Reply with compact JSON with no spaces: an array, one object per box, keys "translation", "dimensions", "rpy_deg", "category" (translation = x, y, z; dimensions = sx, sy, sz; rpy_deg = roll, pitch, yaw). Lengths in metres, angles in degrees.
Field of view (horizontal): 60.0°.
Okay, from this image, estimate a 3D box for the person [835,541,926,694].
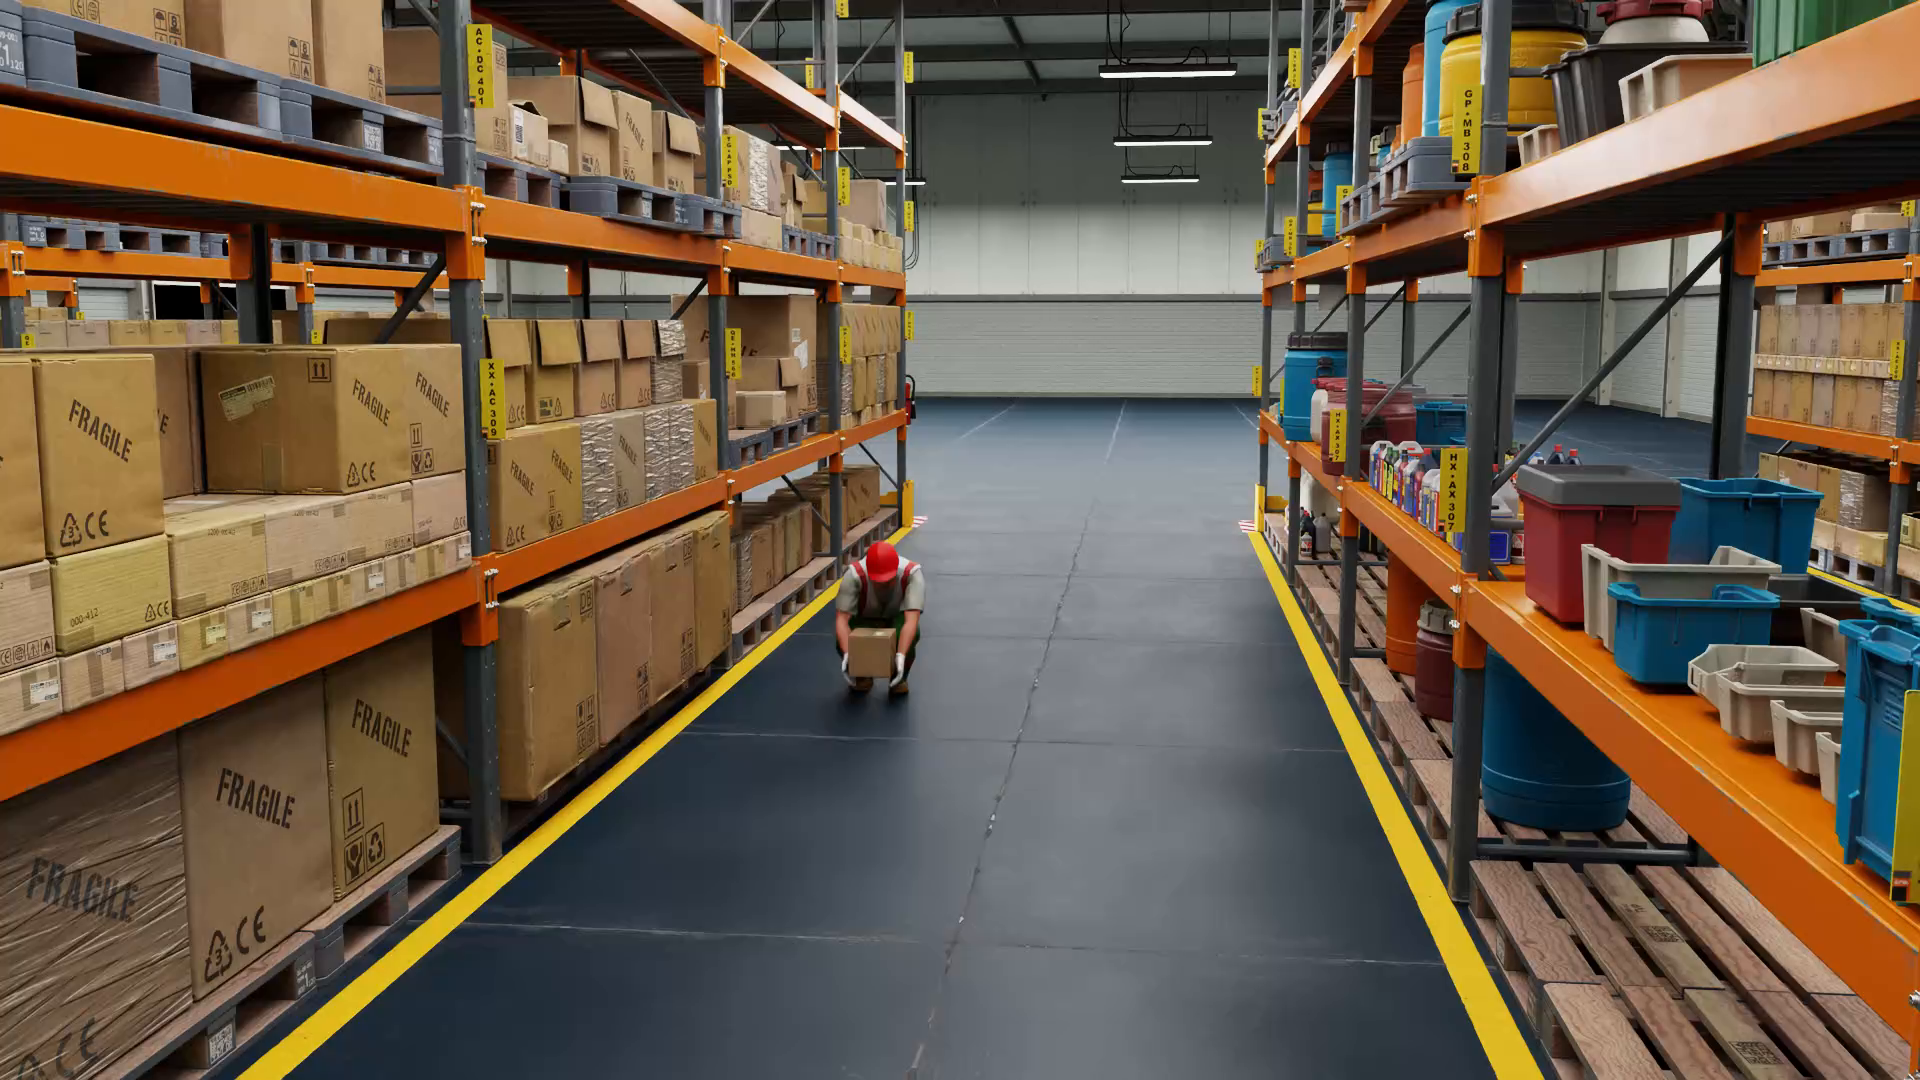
[{"translation":[-0.481,0.466,10.242],"dimensions":[0.569,0.991,0.868],"rpy_deg":[1,8,6],"category":"person"}]
